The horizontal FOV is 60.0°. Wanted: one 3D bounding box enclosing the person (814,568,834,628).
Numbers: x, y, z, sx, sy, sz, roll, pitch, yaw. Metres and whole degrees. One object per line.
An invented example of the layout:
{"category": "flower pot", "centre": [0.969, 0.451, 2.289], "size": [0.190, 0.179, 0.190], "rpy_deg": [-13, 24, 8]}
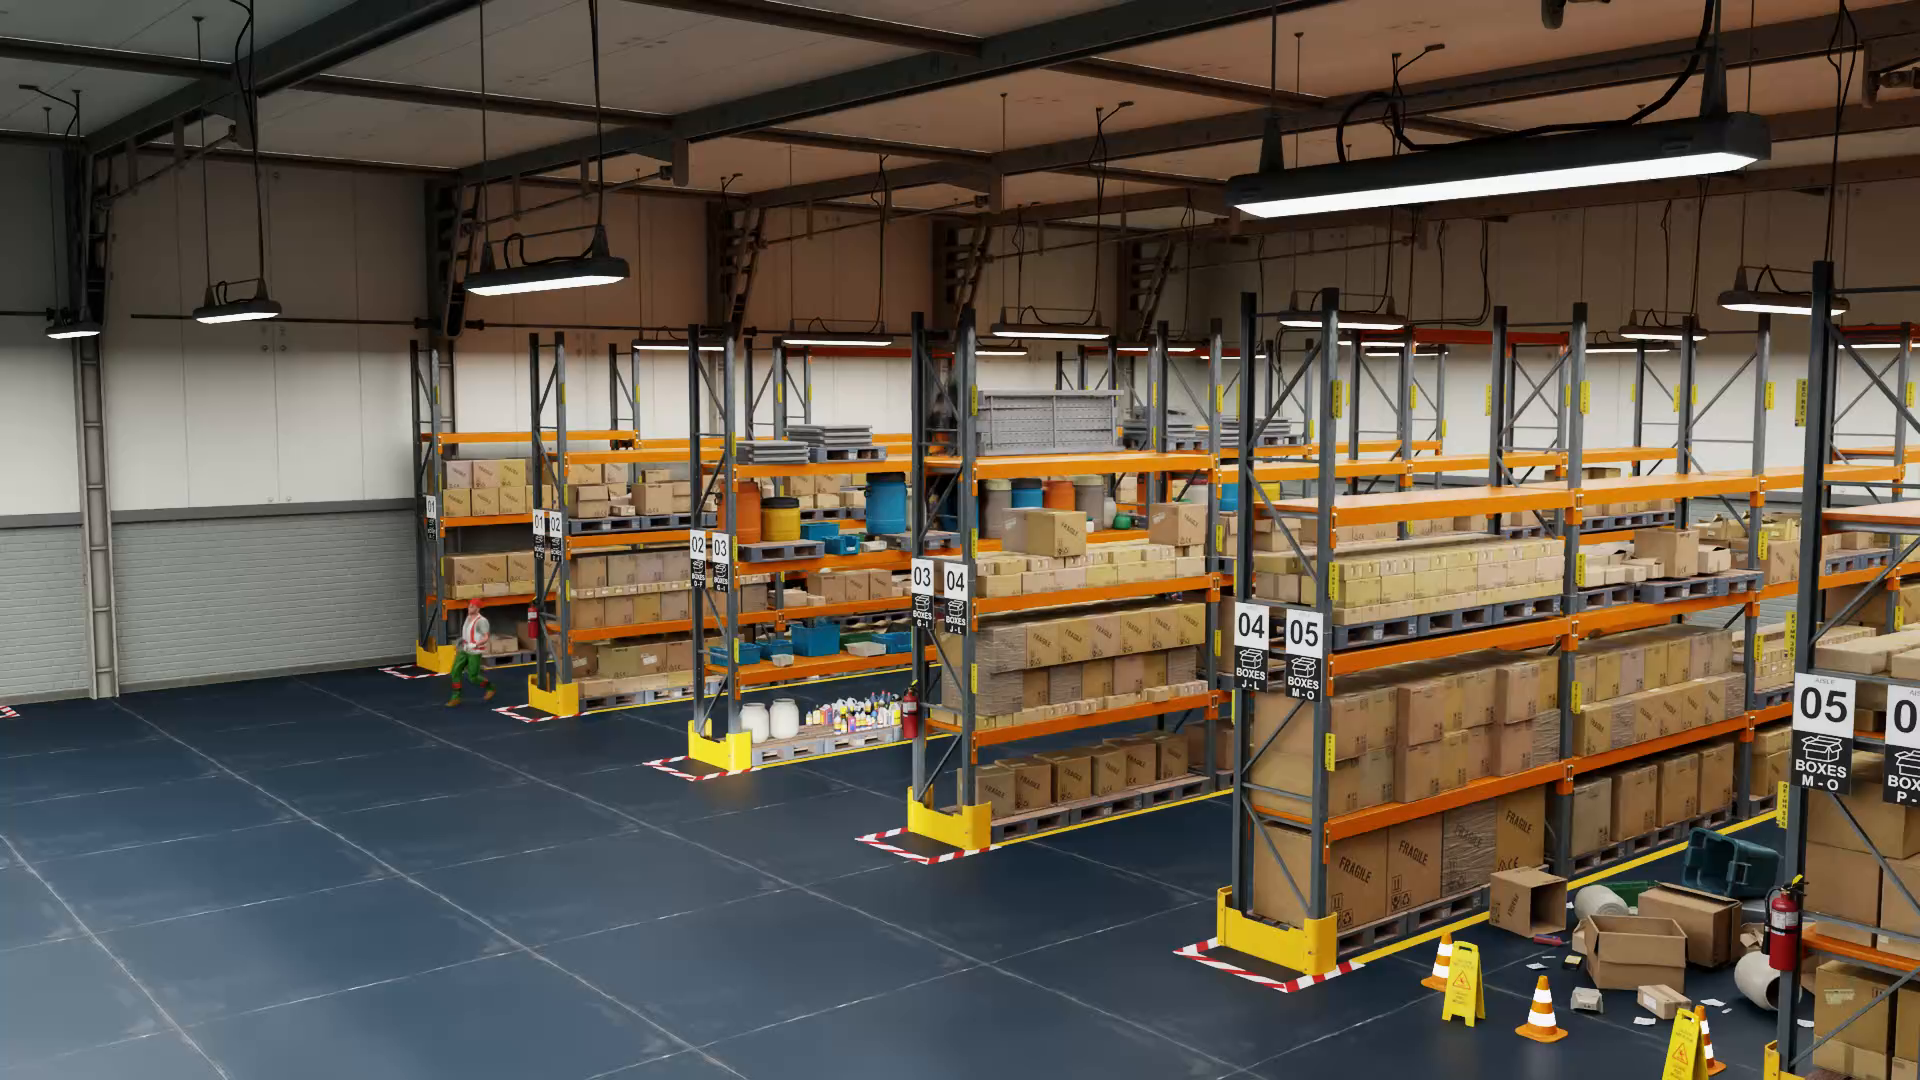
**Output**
{"category": "person", "centre": [-2.536, 1.370, 31.859], "size": [0.620, 1.711, 0.689], "rpy_deg": [-5, 7, -43]}

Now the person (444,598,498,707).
{"category": "person", "centre": [-7.929, 1.813, 26.984], "size": [0.696, 1.746, 0.869], "rpy_deg": [5, 7, 43]}

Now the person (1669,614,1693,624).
{"category": "person", "centre": [12.995, 1.586, 30.233], "size": [0.547, 1.557, 0.565], "rpy_deg": [-3, 6, -29]}

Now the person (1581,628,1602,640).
{"category": "person", "centre": [9.284, 2.036, 24.465], "size": [0.582, 1.721, 0.690], "rpy_deg": [-5, 7, -41]}
